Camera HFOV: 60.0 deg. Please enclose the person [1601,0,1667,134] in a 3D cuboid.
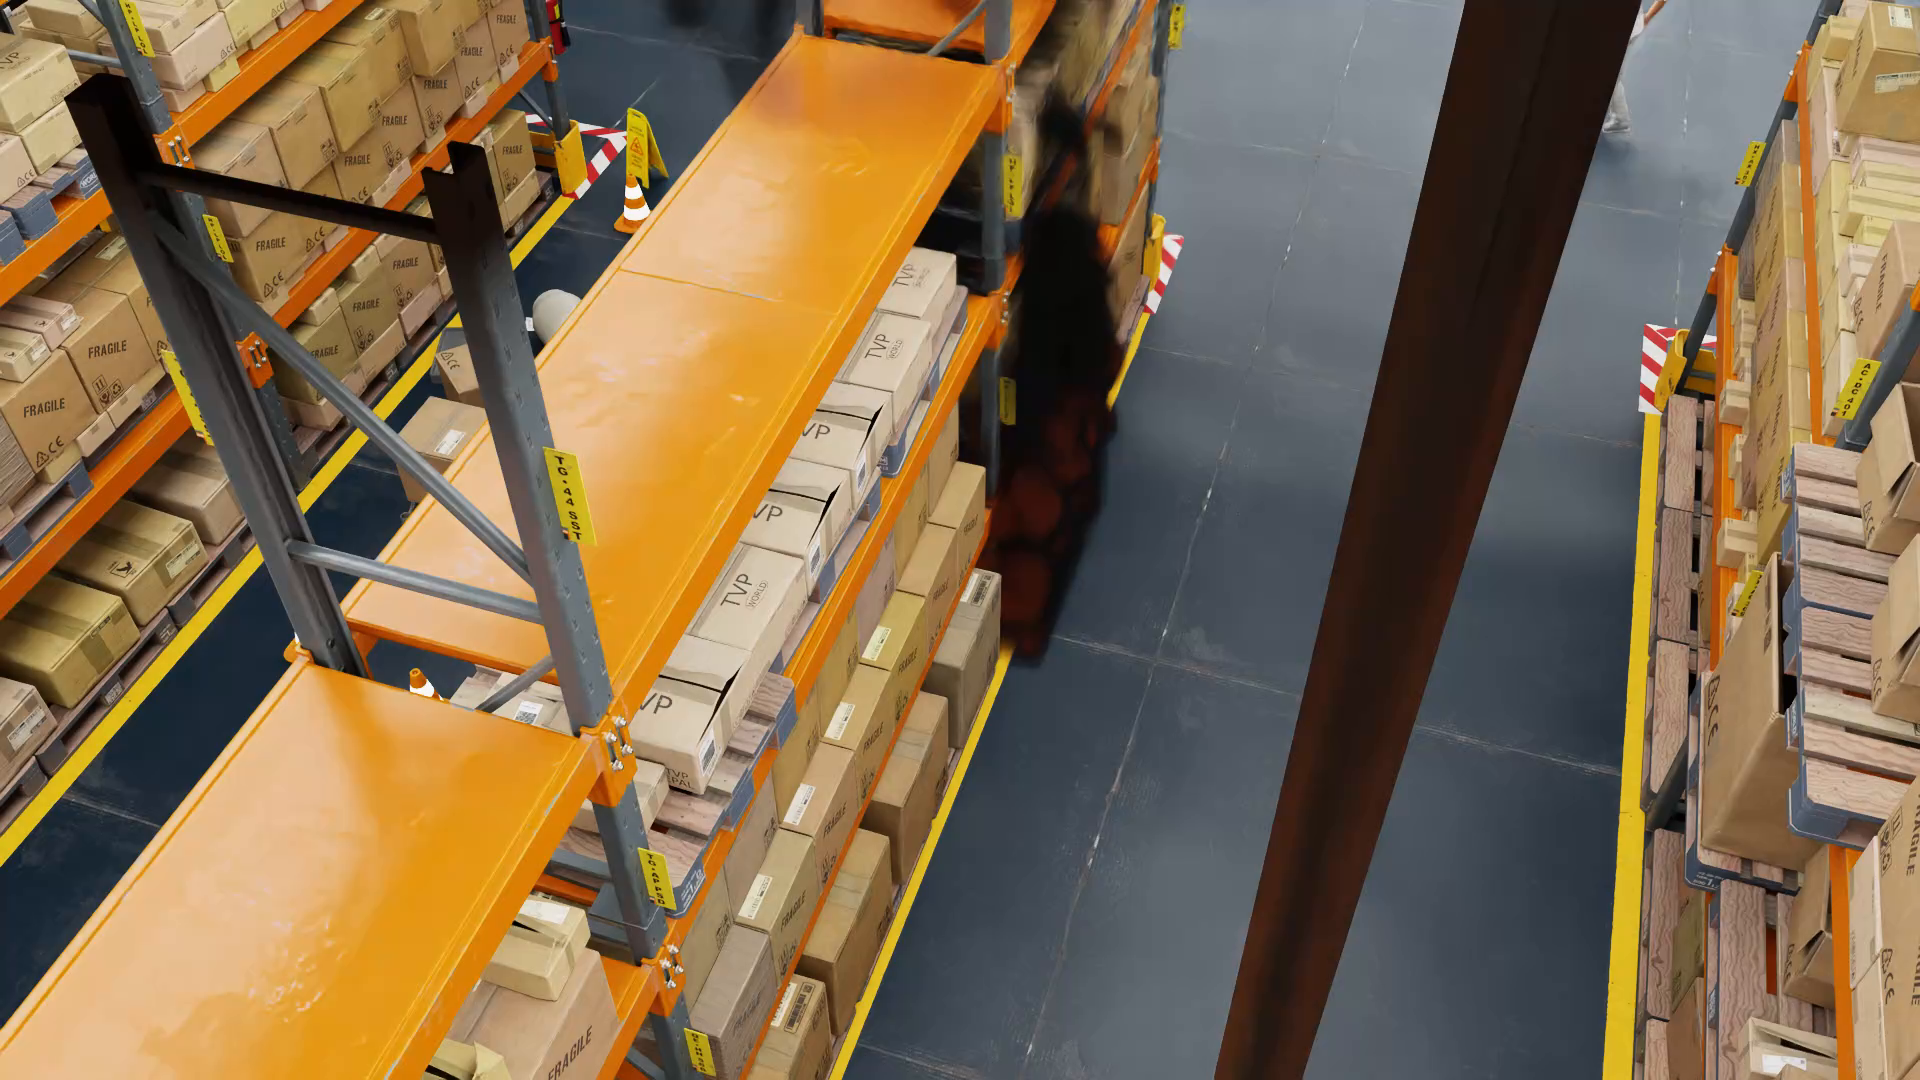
[{"bbox_3d":[5.563,-4.267,14.155,0.570,1.724,0.821,-35,55,-29],"label":"person"}]
